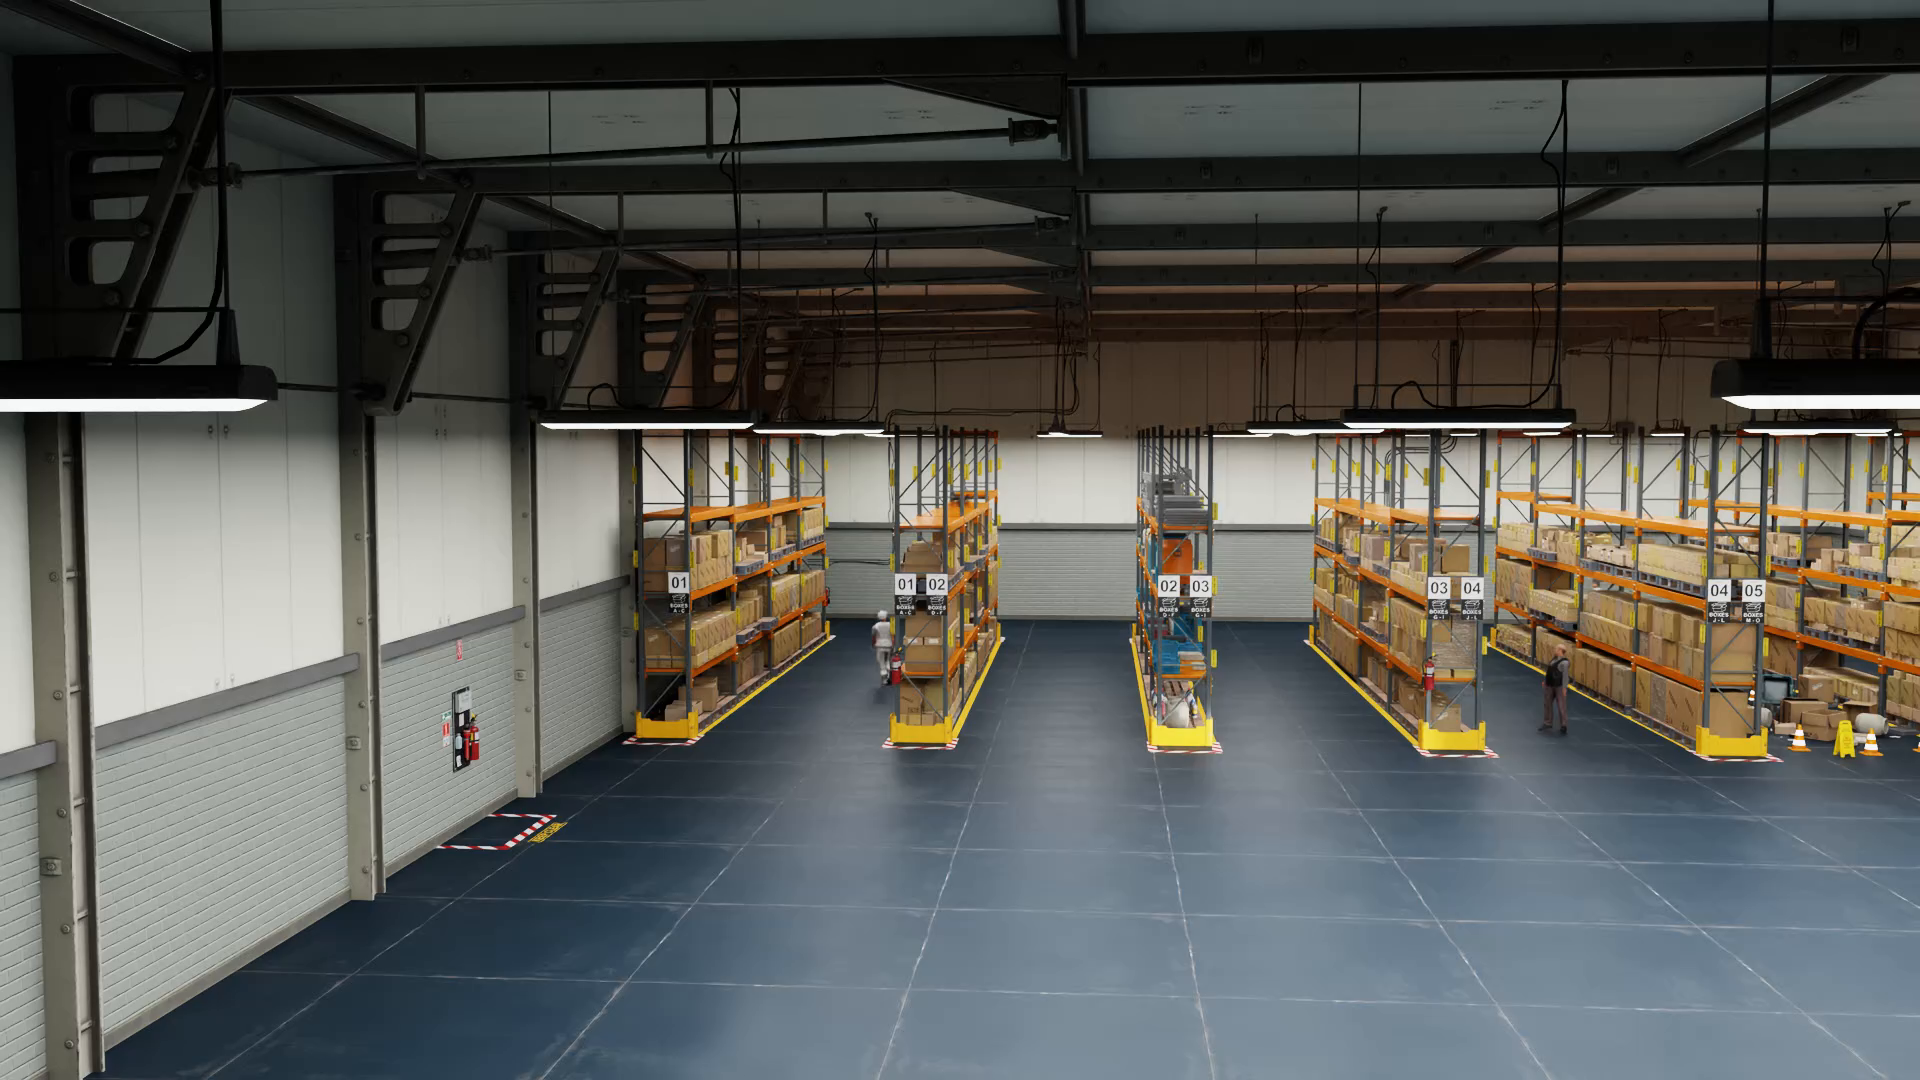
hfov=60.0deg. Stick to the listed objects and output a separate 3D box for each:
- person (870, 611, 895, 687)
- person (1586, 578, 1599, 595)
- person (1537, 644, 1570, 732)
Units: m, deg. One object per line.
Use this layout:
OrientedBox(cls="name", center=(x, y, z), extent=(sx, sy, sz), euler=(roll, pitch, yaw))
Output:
OrientedBox(cls="person", center=(-1.809, 2.544, 38.649), extent=(0.593, 1.817, 0.587), euler=(-3, 5, -41))
OrientedBox(cls="person", center=(18.340, 1.965, 48.305), extent=(0.622, 1.699, 0.478), euler=(-1, 3, -11))
OrientedBox(cls="person", center=(11.664, 2.893, 32.613), extent=(0.398, 1.732, 0.671), euler=(-2, 4, -27))
